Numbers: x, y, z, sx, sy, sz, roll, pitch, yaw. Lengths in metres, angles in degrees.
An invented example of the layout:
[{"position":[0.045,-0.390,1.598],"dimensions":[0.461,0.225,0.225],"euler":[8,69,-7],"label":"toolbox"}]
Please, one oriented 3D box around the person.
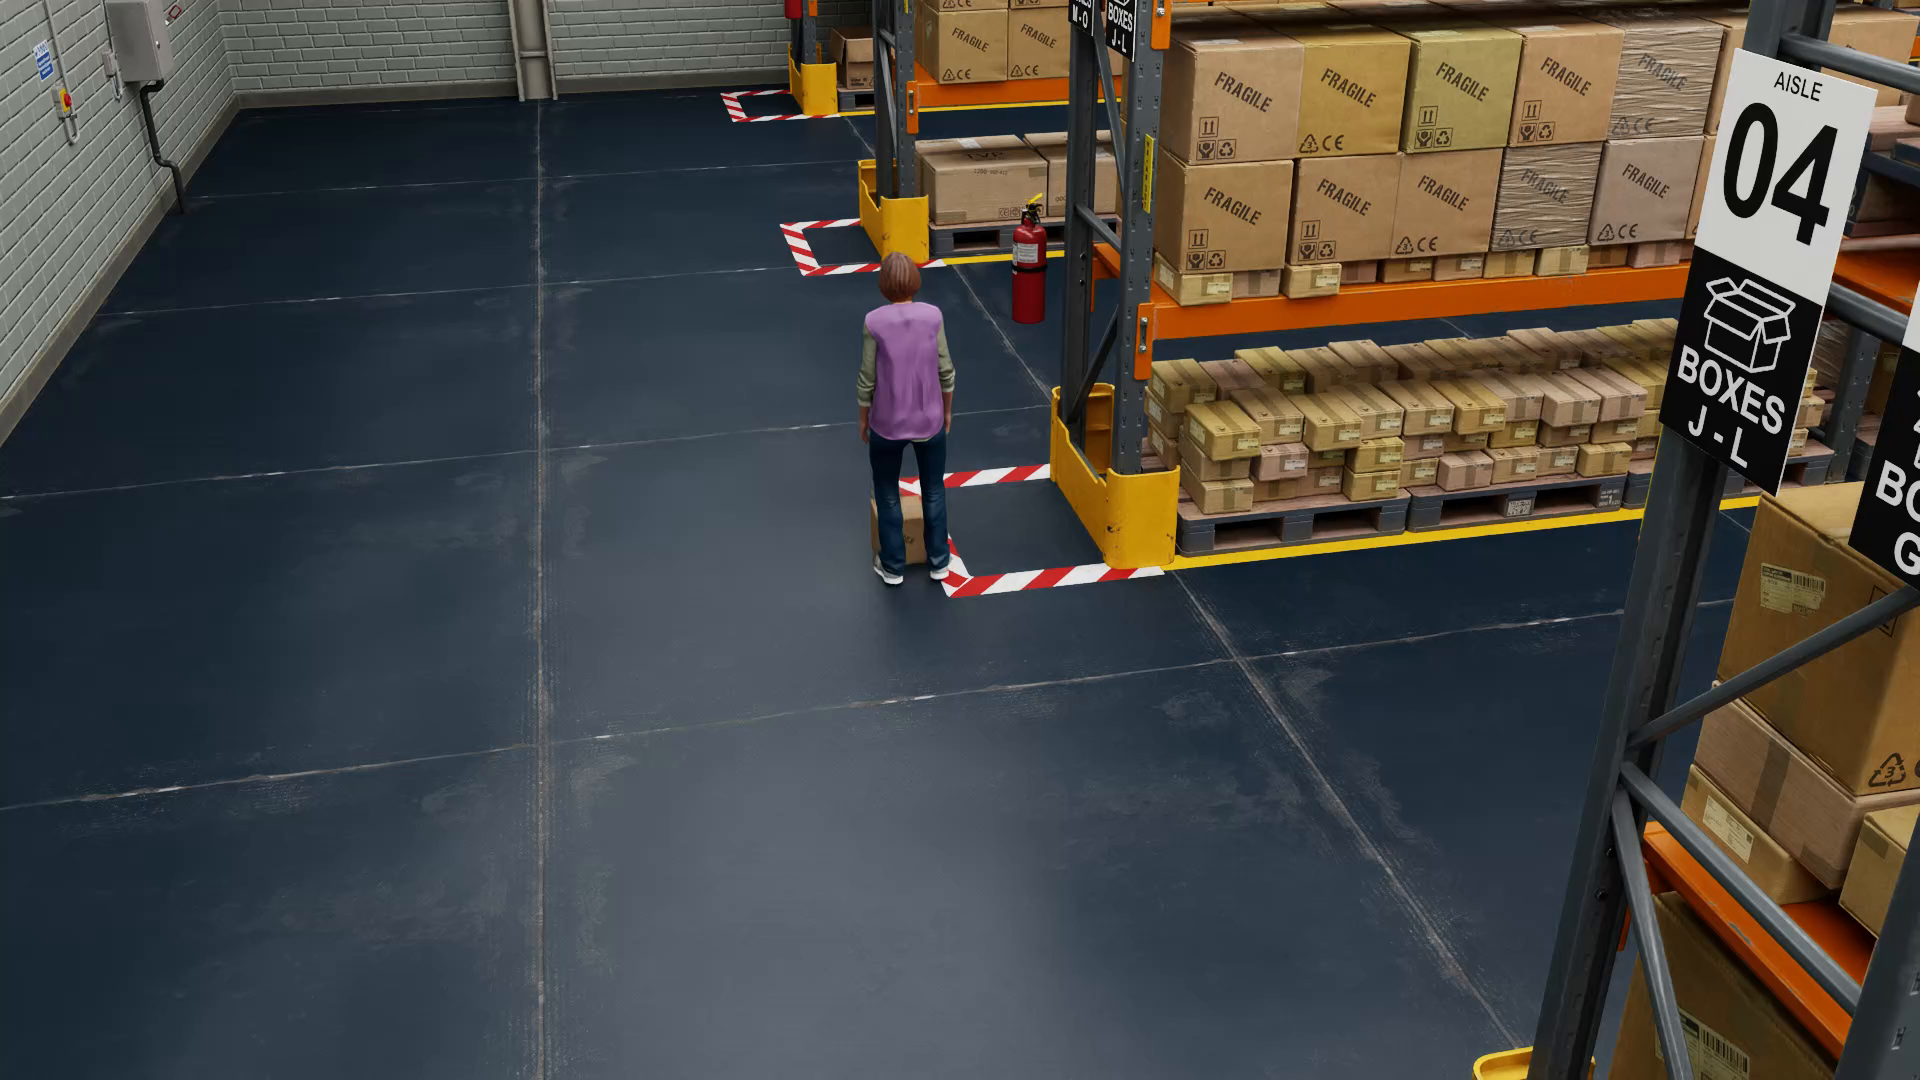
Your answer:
[{"position":[-0.246,-0.535,7.675],"dimensions":[0.462,1.592,0.339],"euler":[-5,28,-10],"label":"person"}]
